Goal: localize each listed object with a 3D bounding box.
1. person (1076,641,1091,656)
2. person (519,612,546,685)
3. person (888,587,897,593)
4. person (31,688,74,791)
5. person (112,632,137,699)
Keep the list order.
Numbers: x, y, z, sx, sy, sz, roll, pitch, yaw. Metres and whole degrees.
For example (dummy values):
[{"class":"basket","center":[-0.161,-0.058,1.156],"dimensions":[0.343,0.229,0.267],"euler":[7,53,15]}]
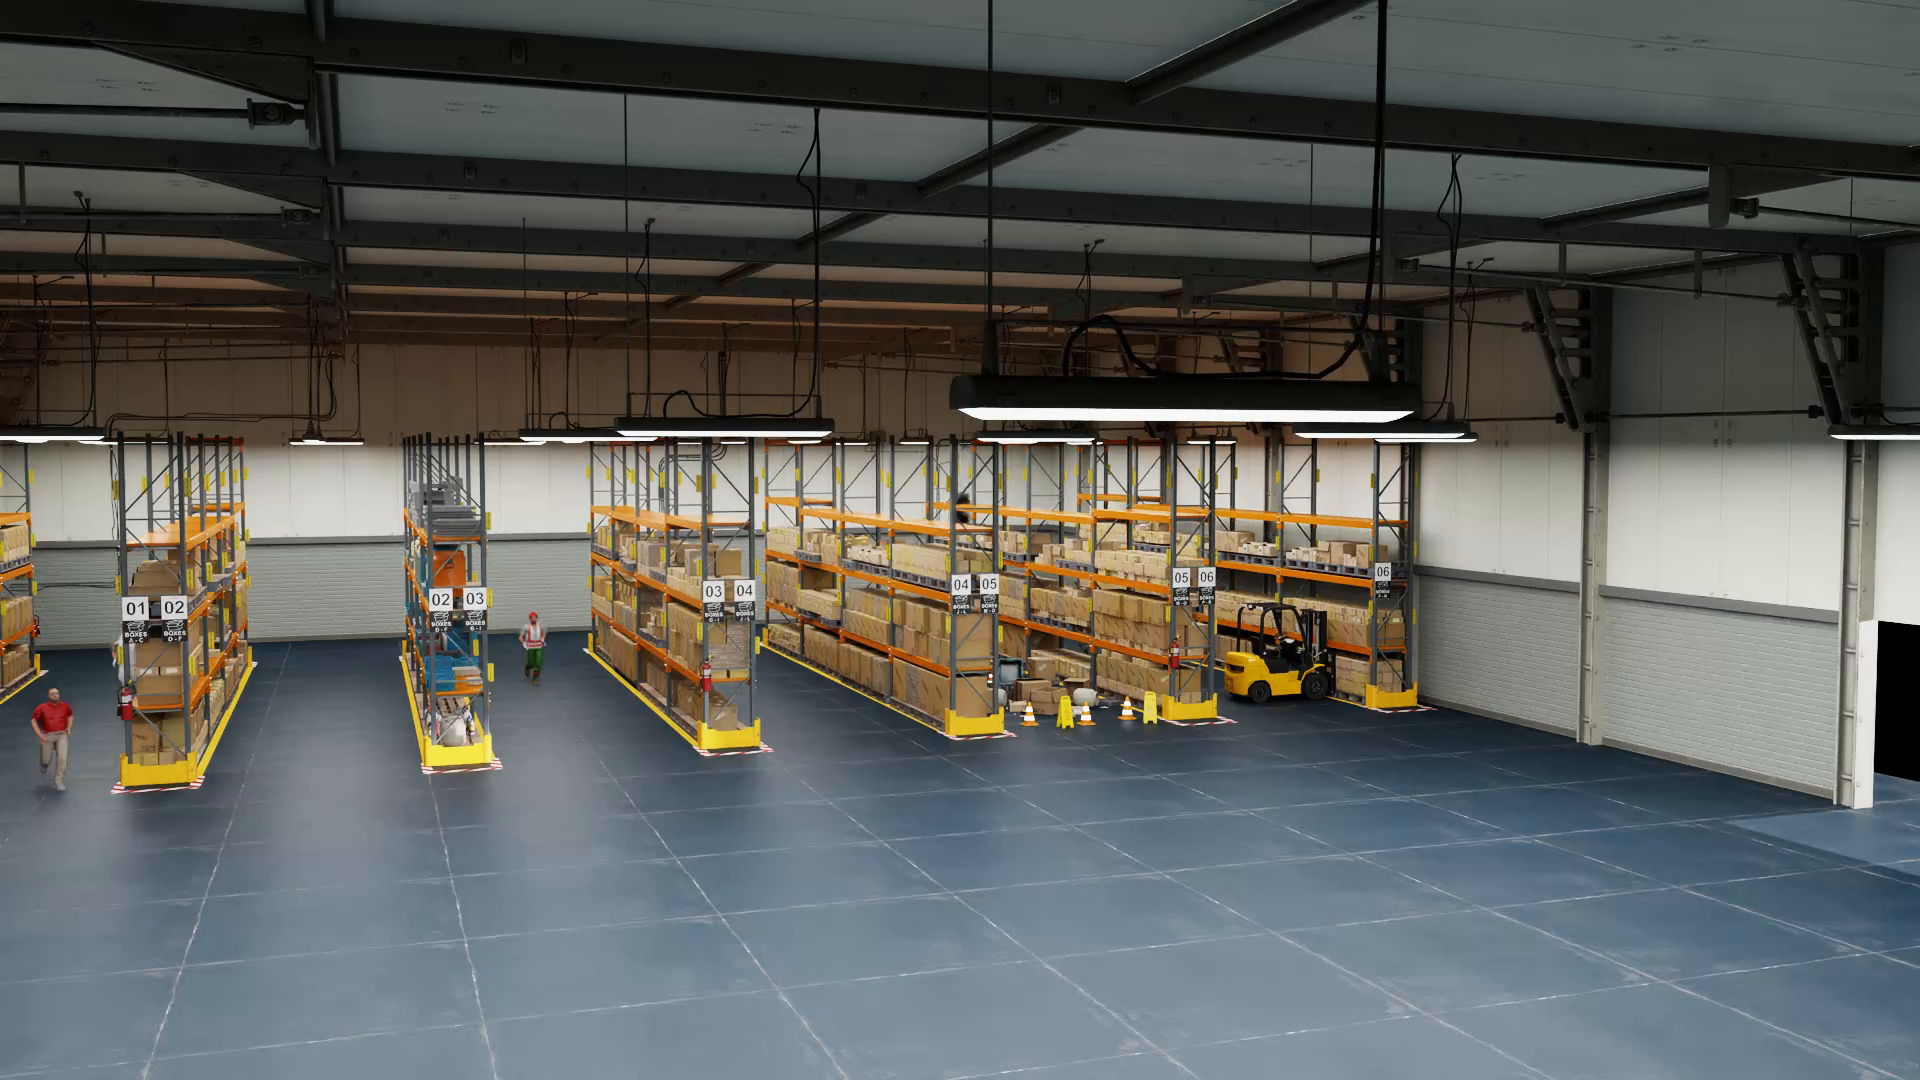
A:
[{"class":"person","center":[3.398,2.373,45.150],"dimensions":[0.669,1.683,0.618],"euler":[-1,3,-22]},{"class":"person","center":[-10.334,2.621,40.312],"dimensions":[0.657,1.748,0.697],"euler":[-2,4,-32]},{"class":"person","center":[-2.044,2.110,50.677],"dimensions":[0.623,1.628,0.582],"euler":[-2,4,-27]},{"class":"person","center":[-15.303,3.348,28.079],"dimensions":[0.656,1.702,0.858],"euler":[-2,4,-37]},{"class":"person","center":[-18.526,2.797,37.015],"dimensions":[0.651,1.747,0.692],"euler":[-1,3,-21]}]
